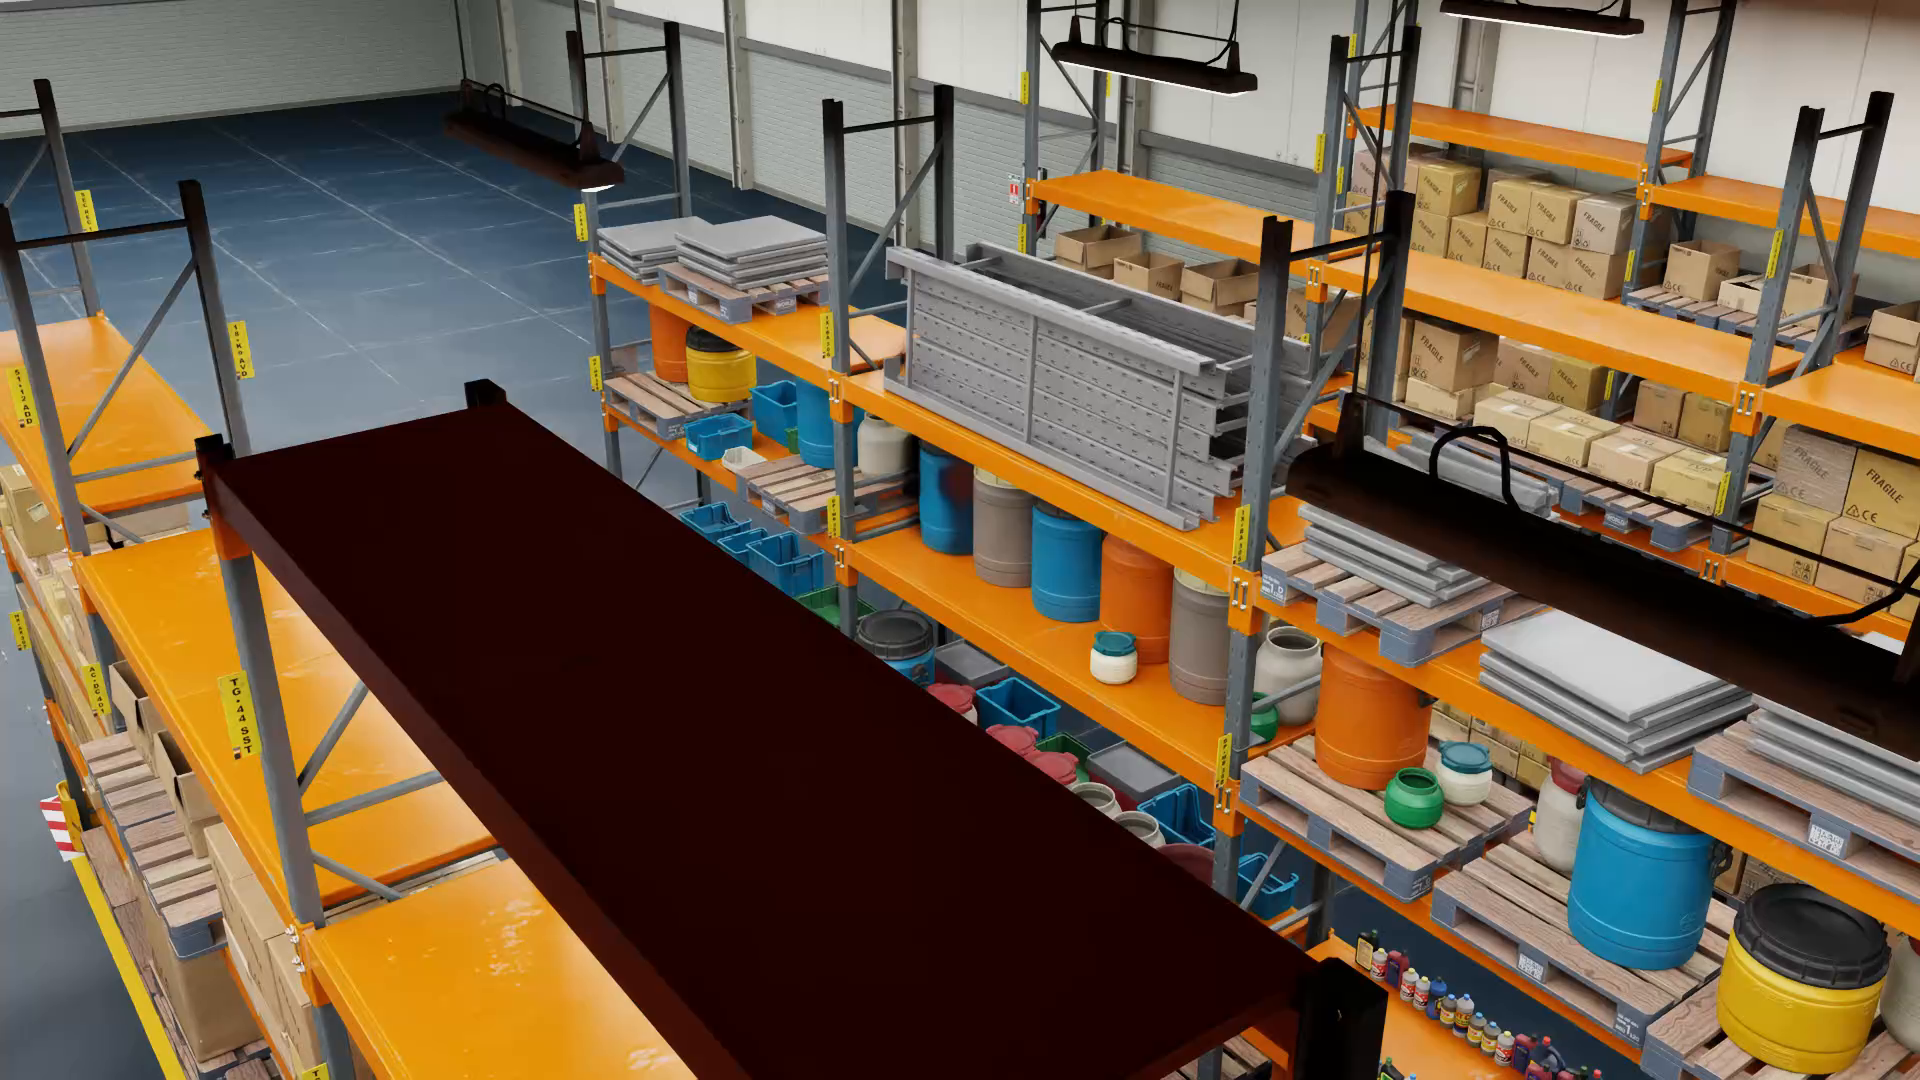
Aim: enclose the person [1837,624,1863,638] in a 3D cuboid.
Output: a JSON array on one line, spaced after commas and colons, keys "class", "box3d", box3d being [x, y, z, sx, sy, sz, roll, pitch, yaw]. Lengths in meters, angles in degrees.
[{"class": "person", "box3d": [7.247, 1.351, 13.944, 0.540, 1.745, 1.019, -16, 29, -31]}]
